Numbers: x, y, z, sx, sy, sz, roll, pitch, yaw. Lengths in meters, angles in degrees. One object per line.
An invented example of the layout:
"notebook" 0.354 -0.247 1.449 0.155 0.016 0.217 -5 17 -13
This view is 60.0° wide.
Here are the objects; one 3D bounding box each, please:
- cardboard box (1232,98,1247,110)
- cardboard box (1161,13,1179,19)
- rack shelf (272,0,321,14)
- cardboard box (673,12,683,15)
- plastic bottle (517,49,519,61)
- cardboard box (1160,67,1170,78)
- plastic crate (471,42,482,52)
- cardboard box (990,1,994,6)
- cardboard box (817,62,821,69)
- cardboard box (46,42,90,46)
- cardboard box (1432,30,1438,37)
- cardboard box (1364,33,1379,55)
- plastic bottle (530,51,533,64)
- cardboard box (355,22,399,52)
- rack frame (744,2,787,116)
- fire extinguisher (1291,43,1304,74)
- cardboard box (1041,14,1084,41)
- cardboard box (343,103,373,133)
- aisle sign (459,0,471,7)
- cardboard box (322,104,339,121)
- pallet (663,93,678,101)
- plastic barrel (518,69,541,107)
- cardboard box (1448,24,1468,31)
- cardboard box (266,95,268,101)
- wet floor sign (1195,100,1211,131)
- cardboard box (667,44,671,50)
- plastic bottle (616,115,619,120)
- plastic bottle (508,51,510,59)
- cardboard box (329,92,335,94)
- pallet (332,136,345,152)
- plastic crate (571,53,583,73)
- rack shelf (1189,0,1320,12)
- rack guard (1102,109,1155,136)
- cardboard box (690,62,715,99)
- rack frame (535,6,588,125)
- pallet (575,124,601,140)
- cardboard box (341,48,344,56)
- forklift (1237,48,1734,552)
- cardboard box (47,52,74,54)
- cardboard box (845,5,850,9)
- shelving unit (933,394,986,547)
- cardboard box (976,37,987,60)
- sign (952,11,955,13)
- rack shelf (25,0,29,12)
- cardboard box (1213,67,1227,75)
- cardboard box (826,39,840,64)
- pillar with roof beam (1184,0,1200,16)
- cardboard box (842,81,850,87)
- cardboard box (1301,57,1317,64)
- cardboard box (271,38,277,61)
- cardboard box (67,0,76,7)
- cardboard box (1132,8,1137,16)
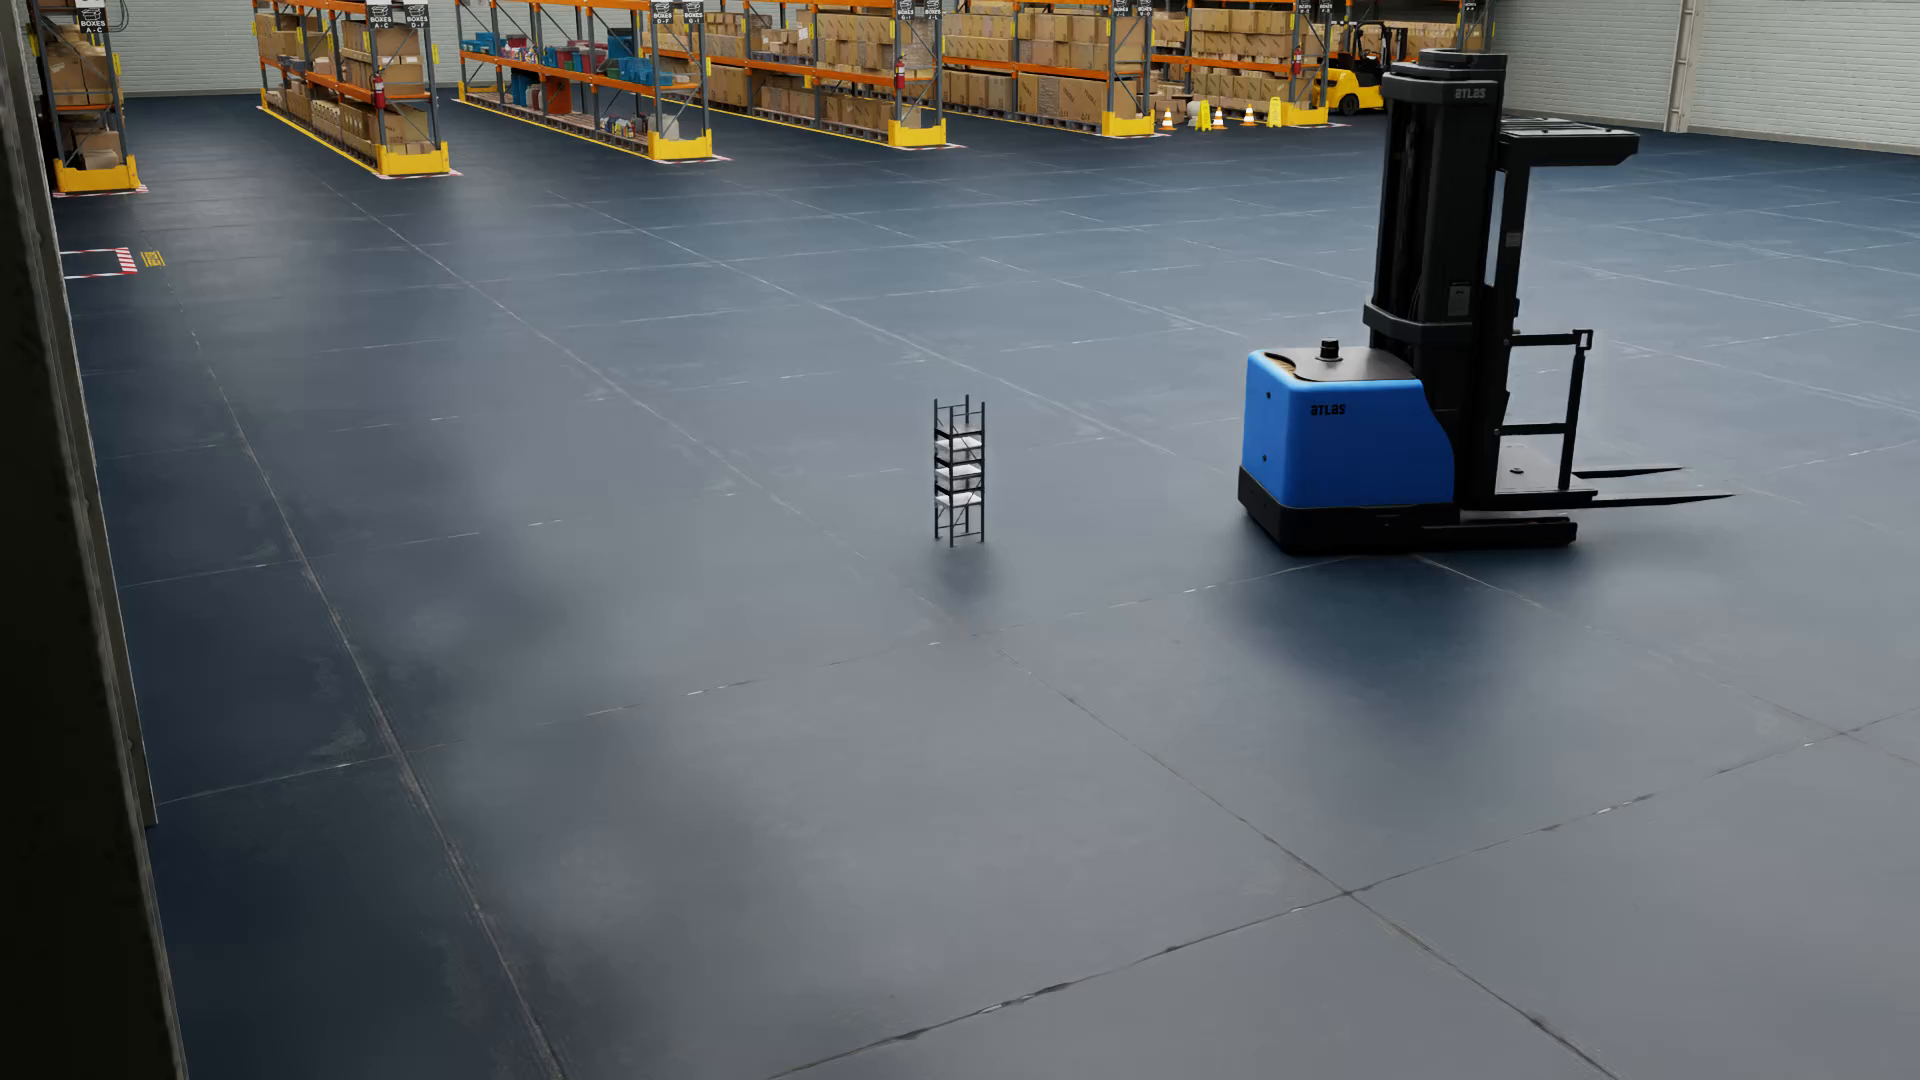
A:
"cardboard box" 6.782 -10.306 39.284 0.500 0.250 0.500 -11 22 -29
"cardboard box" 5.239 -13.052 41.423 0.380 0.149 0.250 -11 22 -28
"rack shelf" -14.294 -11.797 36.540 1.077 0.370 4.000 -10 21 -27
"cardboard box" -7.961 -14.300 45.913 0.500 0.500 0.500 -10 21 -26
"plastic bottle" -10.372 -11.409 39.108 0.097 0.271 0.097 0 19 0
"cardboard box" 6.458 -14.286 50.725 0.500 0.311 0.500 -9 21 -25
"plastic crate" -12.330 -12.657 42.693 0.416 0.233 0.300 -10 21 -27
"cardboard box" 1.089 -15.673 48.586 0.380 0.149 0.250 -10 21 -27
"cardboard box" -2.888 -10.303 36.091 0.380 0.149 0.250 -10 21 -27
"cardboard box" -17.181 -9.343 32.094 0.700 0.500 0.500 -12 23 -32
"cardboard box" 11.634 -12.250 40.199 0.380 0.149 0.250 -10 21 -26
"cardboard box" 10.606 -12.568 42.115 0.500 0.500 0.500 -10 21 -26
"plastic bottle" -9.792 -11.059 38.093 0.097 0.271 0.097 0 19 0
"cardboard box" -10.514 -9.099 30.074 0.700 0.500 0.500 -10 21 -27
"rack frame" -4.625 -11.679 39.692 1.000 3.000 0.127 -10 21 -27
"fire extinguisher" 7.544 -10.776 37.195 0.296 0.674 0.183 -10 21 -27
"cardboard box" 2.332 -11.424 37.067 0.875 0.550 0.550 -10 21 -27
"cardboard box" -11.256 -7.926 31.239 0.500 0.500 0.500 -10 21 -27
"aisle sign" -13.078 -14.412 43.626 0.394 0.787 0.004 -10 21 -27
"cardboard box" -12.613 -8.670 33.683 0.500 0.311 0.500 -10 22 -27
"pallet" -7.400 -12.090 45.158 1.003 0.211 1.213 -10 21 -27
"plastic barrel" -10.304 -10.904 40.021 0.600 0.901 0.708 -10 21 -27
"cardboard box" 11.907 -12.252 39.749 0.380 0.149 0.250 -10 21 -27
"cardboard box" -17.129 -11.065 41.583 0.380 0.166 0.250 -10 21 -27
"wet floor sign" 5.343 -9.307 36.427 0.267 0.644 0.232 -14 24 -36
"cardboard box" -7.568 -13.114 44.236 0.380 0.149 0.250 -10 22 -28
"plastic bottle" -6.939 -8.445 33.708 0.144 0.351 0.185 -10 21 -27
"plastic bottle" -10.748 -11.603 39.778 0.097 0.201 0.097 0 19 0
"cardboard box" -14.049 -9.790 37.375 0.500 0.500 0.500 -11 22 -28
"pallet" -11.829 -7.884 32.971 1.003 0.211 1.213 -10 21 -27
"plastic crate" -7.882 -10.024 34.921 0.392 0.384 0.575 -10 21 -27
"rack shelf" 6.946 -12.569 38.777 1.077 0.370 4.000 -10 21 -27
"rack guard" 3.599 -8.933 35.566 1.175 0.500 0.348 -10 21 -27
"cardboard box" -6.203 -11.840 42.774 1.225 0.875 0.875 -10 21 -26
"rack frame" -8.984 -10.912 37.468 1.000 3.000 0.127 -10 21 -27
"pallet" -7.491 -8.665 35.231 1.003 0.211 1.213 -10 21 -27
"cardboard box" -11.488 -9.244 31.488 0.380 0.149 0.250 -10 21 -27
"forklift" 3.393 -1.508 10.322 3.031 2.935 1.130 -2 19 -7
"cardboard box" -14.794 -7.770 27.413 0.500 0.500 0.500 -11 22 -28
"cardboard box" -2.823 -14.467 45.631 0.500 0.500 0.500 -11 22 -28
"shelving unit" -0.004 -0.428 10.305 0.258 0.900 0.210 -10 21 -27
"cardboard box" 0.725 -11.715 39.645 0.500 0.500 0.500 -10 21 -26
"sign" -0.194 -15.873 50.397 0.100 0.325 0.005 -10 21 -27
"rack shelf" -20.552 -12.177 37.641 1.077 0.370 4.000 -10 21 -27
"cardboard box" 6.291 -11.222 39.795 0.380 0.149 0.250 -9 21 -25
"cardboard box" -2.360 -10.431 35.465 0.875 0.500 0.500 -10 21 -27
"pillar with roof beam" 3.238 -17.640 47.772 9.100 9.000 0.400 -10 21 -27
"cardboard box" -3.089 -12.774 46.593 0.380 0.149 0.250 -10 21 -27
"cardboard box" 7.916 -10.928 37.901 0.380 0.149 0.250 -10 21 -26
"cardboard box" -15.953 -11.592 39.288 0.500 0.500 0.500 -9 21 -25
"cardboard box" -13.842 -8.690 26.247 0.500 0.500 0.500 -9 21 -25
"cardboard box" 5.355 -16.102 51.134 0.500 0.500 0.500 -9 21 -25
